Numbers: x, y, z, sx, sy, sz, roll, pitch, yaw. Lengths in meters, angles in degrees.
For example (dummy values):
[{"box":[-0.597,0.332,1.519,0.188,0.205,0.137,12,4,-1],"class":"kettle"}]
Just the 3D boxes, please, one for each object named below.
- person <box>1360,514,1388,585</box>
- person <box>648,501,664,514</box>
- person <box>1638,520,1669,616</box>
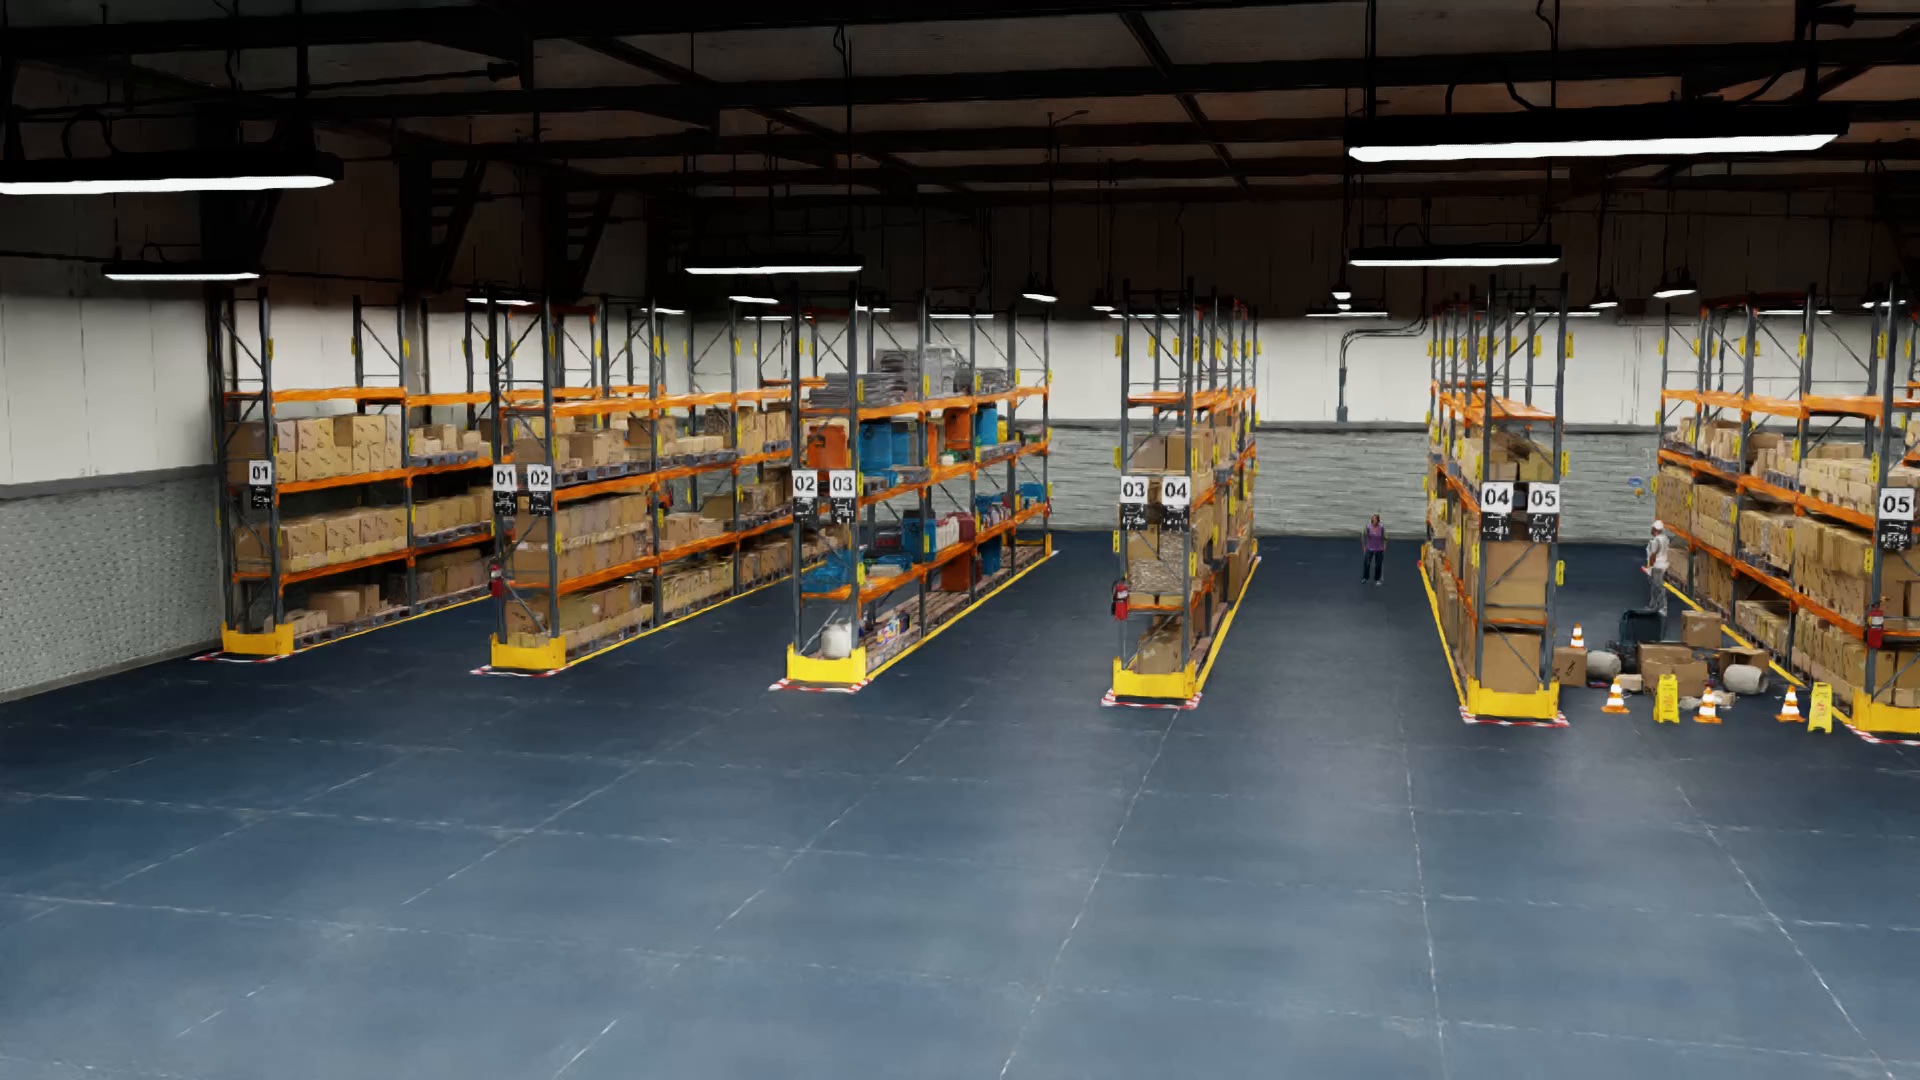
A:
[{"box":[8.774,0.198,35.261,0.566,1.541,0.519,1,7,11],"class":"person"},{"box":[-8.011,-0.882,44.085,0.561,1.637,0.731,6,9,44],"class":"person"},{"box":[13.061,0.514,31.265,0.594,1.782,0.678,5,8,34],"class":"person"}]
